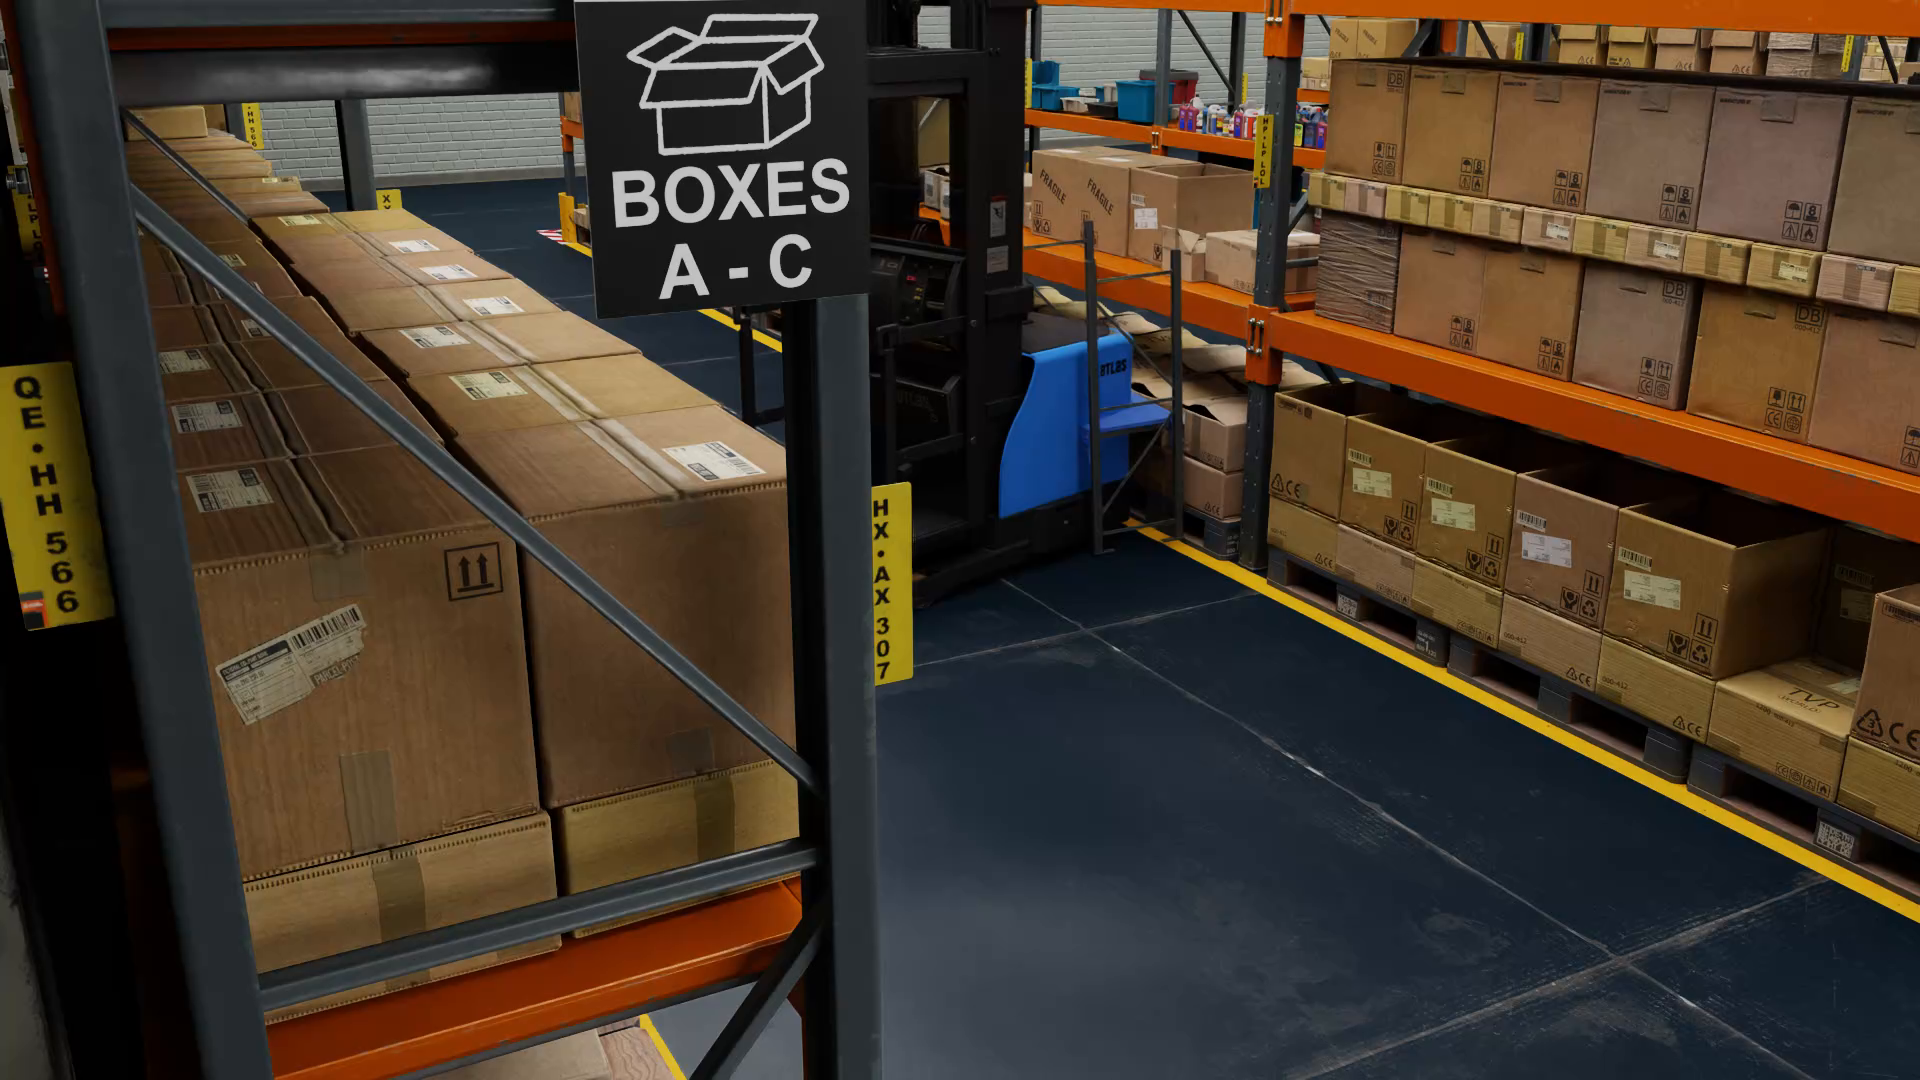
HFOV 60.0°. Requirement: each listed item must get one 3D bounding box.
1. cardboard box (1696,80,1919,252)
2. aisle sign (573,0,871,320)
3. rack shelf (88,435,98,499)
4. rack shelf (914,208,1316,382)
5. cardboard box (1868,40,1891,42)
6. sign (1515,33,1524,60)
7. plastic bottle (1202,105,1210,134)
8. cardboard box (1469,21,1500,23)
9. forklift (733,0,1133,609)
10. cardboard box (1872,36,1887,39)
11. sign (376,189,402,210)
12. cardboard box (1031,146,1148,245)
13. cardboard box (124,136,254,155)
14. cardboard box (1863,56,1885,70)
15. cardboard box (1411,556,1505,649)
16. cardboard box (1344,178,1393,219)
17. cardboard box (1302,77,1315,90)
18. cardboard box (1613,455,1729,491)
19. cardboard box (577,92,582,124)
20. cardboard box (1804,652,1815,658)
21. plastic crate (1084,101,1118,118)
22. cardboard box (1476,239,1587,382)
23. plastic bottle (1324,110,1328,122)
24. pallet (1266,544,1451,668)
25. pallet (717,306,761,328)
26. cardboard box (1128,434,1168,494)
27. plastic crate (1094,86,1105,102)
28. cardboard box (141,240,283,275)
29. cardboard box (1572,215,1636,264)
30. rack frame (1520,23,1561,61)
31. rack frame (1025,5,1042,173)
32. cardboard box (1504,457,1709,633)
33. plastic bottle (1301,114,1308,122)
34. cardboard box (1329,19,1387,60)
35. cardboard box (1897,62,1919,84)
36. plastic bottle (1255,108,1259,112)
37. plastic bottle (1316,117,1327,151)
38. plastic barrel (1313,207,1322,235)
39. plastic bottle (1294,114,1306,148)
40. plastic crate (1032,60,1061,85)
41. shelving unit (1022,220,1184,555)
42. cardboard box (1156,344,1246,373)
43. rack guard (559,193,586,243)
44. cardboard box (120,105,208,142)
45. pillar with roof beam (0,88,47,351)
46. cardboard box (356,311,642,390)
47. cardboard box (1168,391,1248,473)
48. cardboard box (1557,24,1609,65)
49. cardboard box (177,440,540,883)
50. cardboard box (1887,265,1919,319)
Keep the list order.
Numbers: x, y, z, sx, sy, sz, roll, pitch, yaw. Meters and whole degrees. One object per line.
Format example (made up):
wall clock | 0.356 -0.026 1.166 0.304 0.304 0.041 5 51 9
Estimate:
cardboard box | 3.030 -1.309 5.761 0.700 0.500 0.500 -10 21 -26
aisle sign | -0.299 -0.689 2.121 0.394 0.787 0.004 -10 21 -27
rack shelf | -3.446 -0.817 7.579 1.077 0.370 4.000 -10 21 -27
rack shelf | 0.911 -1.585 9.806 1.077 0.370 4.000 -10 21 -27
cardboard box | 11.558 -6.196 20.895 0.380 0.149 0.250 -9 21 -24
sign | 6.295 -5.541 18.719 0.100 0.325 0.005 -10 21 -27
plastic bottle | 2.402 -4.085 16.145 0.097 0.271 0.097 0 19 0
cardboard box | 6.302 -6.073 20.335 0.500 0.500 0.500 -11 22 -28
forklift | -0.487 -1.206 7.711 1.130 2.935 3.031 18 26 41
cardboard box | 14.084 -7.908 25.342 0.500 0.500 0.500 -10 21 -27
sign | -2.023 -1.078 5.907 0.100 0.325 0.005 -10 21 -27
cardboard box | 0.773 -2.067 9.948 0.500 0.500 0.500 -11 22 -30
cardboard box | -3.875 -1.696 8.198 0.700 0.500 0.500 -12 23 -32
cardboard box | 11.225 -5.808 20.227 0.380 0.149 0.250 -9 21 -25
cardboard box | 2.280 0.219 7.046 0.500 0.250 0.500 -10 21 -27
cardboard box | 1.938 -1.526 7.384 0.380 0.149 0.250 -10 21 -26
cardboard box | 4.761 -6.057 22.049 0.380 0.149 0.250 -10 21 -26
cardboard box | 2.992 -0.075 6.750 0.500 0.500 0.500 -10 21 -27
cardboard box | -3.609 -4.528 17.077 0.500 0.500 0.500 -10 22 -27
cardboard box | 3.224 0.424 6.454 0.500 0.250 0.500 -10 21 -27
plastic crate | 1.655 -4.592 17.746 0.437 0.125 0.590 -10 21 -27
cardboard box | 2.568 -0.977 6.787 0.700 0.500 0.500 -10 21 -26
plastic bottle | 3.482 -3.937 15.710 0.152 0.276 0.135 -10 21 -27
pallet | 2.202 0.202 7.799 1.003 0.211 1.213 -10 21 -27
pallet | -1.518 -2.102 14.475 1.003 0.211 1.213 -10 21 -27
cardboard box | 1.171 -0.469 9.041 0.500 0.250 0.500 -10 22 -27
plastic crate | 1.725 -4.961 18.652 0.416 0.233 0.300 -10 21 -27
cardboard box | -2.215 -0.559 4.780 0.500 0.500 0.500 -10 21 -27
cardboard box | 2.557 -1.154 6.305 0.380 0.149 0.250 -10 21 -27
rack frame | 6.782 -5.181 19.124 1.000 3.000 0.127 -10 21 -27
rack frame | 0.524 -5.562 20.228 1.000 3.000 0.127 -10 21 -27
cardboard box | 2.520 0.008 6.509 0.500 0.500 0.500 -10 21 -27
plastic bottle | 3.115 -3.689 14.980 0.061 0.283 0.133 -10 21 -27
cardboard box | 5.111 -6.430 21.369 0.500 0.500 0.500 -11 22 -28
cardboard box | 8.973 -4.130 15.280 0.500 0.500 0.500 -13 23 -33
plastic bottle | 2.974 -4.228 16.666 0.097 0.201 0.097 0 19 0
plastic bottle | 3.213 -3.588 14.688 0.061 0.283 0.133 -10 21 -27
plastic barrel | 3.539 -2.786 15.237 0.600 0.588 0.708 -10 21 -27
plastic bottle | 3.061 -3.680 14.953 0.061 0.283 0.133 -10 21 -27
plastic crate | 0.847 -5.540 20.018 0.616 0.435 0.499 -10 21 -27
shelving unit | 0.698 -0.827 8.724 0.538 1.500 1.048 -10 21 -18
cardboard box | 1.404 -0.965 9.618 0.500 0.311 0.500 -11 22 -28
rack guard | -3.801 -3.592 18.352 1.175 0.500 0.348 -10 21 -27
cardboard box | -4.040 -2.108 8.397 0.380 0.149 0.250 -14 24 -36
pillar with roof beam | -3.600 -6.449 13.601 9.100 9.000 0.400 -10 21 -27
cardboard box | -1.025 -0.204 3.750 0.500 0.500 0.500 -11 22 -28
cardboard box | 1.417 -0.587 8.522 0.500 0.311 0.500 -10 21 -27
cardboard box | 7.093 -5.520 18.416 0.797 0.503 0.637 -11 22 -28
cardboard box | -1.008 0.170 2.666 0.500 0.500 0.500 -10 22 -27
cardboard box | 3.164 -0.785 5.237 0.380 0.149 0.250 -10 22 -27
